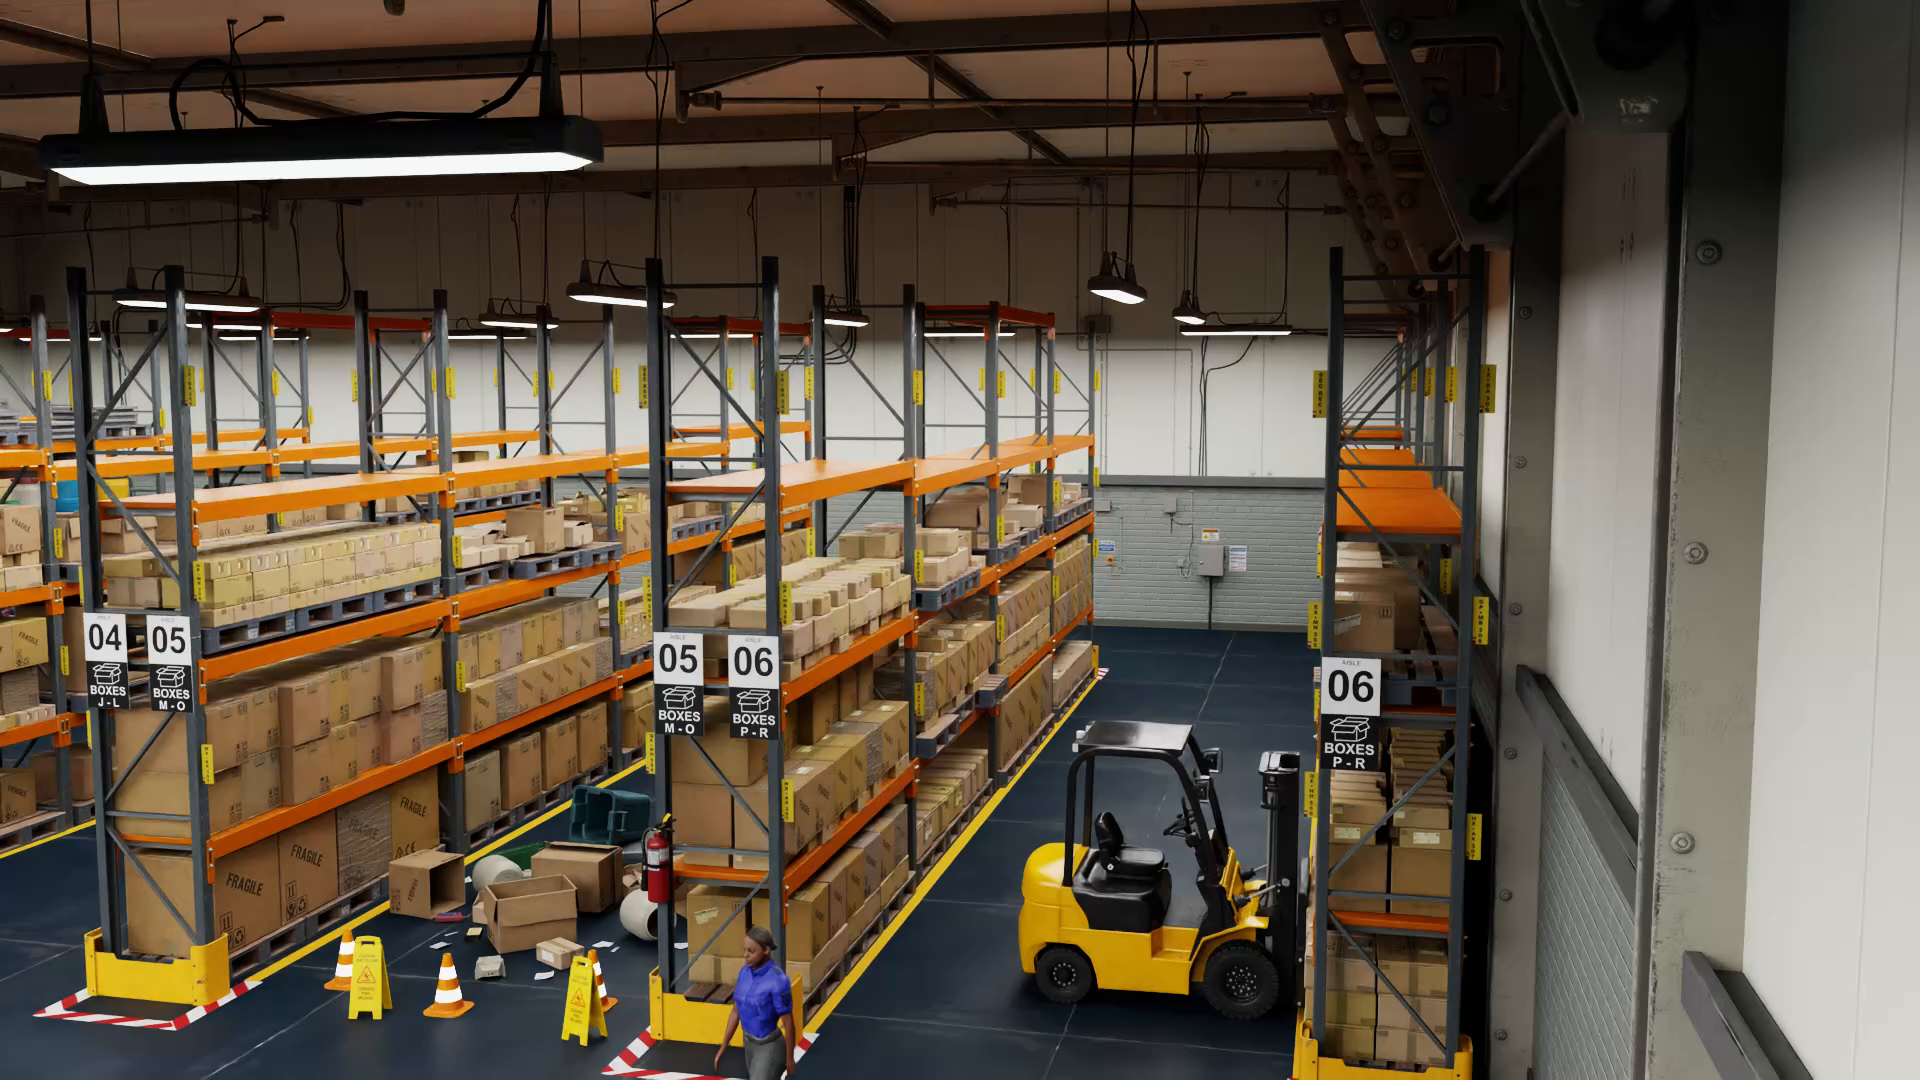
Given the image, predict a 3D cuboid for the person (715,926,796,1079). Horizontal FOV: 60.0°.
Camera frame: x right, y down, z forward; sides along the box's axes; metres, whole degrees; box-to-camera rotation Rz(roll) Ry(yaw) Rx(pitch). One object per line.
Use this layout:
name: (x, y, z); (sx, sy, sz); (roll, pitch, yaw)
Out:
person: (-1.293, 3.279, 10.644); (0.801, 1.631, 0.449); (-4, 7, -36)
